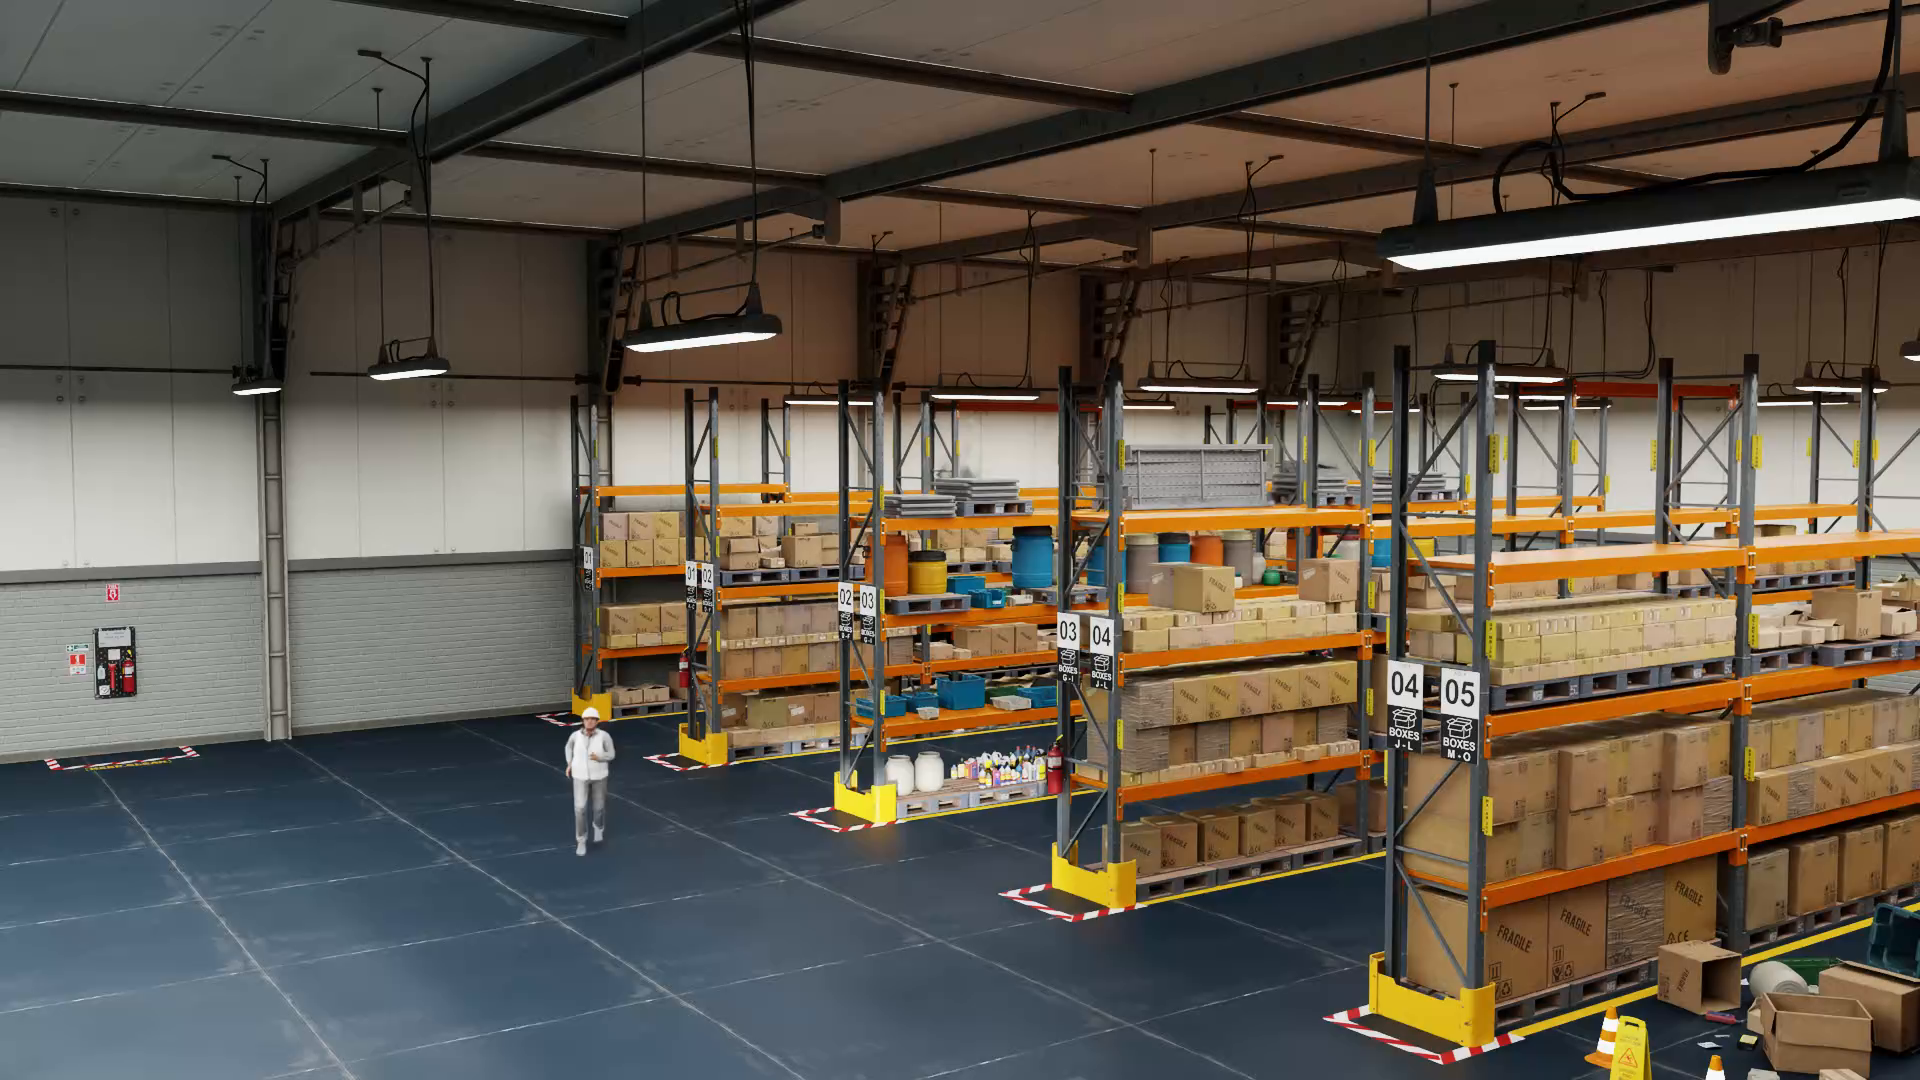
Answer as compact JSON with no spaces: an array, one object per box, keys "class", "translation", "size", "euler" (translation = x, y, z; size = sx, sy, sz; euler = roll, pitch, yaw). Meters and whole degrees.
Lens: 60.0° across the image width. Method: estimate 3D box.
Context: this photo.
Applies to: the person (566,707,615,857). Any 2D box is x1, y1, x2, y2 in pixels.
[{"class":"person","translation":[-4.662,3.017,20.943],"size":[0.618,1.831,0.776],"euler":[-1,3,-9]}]
